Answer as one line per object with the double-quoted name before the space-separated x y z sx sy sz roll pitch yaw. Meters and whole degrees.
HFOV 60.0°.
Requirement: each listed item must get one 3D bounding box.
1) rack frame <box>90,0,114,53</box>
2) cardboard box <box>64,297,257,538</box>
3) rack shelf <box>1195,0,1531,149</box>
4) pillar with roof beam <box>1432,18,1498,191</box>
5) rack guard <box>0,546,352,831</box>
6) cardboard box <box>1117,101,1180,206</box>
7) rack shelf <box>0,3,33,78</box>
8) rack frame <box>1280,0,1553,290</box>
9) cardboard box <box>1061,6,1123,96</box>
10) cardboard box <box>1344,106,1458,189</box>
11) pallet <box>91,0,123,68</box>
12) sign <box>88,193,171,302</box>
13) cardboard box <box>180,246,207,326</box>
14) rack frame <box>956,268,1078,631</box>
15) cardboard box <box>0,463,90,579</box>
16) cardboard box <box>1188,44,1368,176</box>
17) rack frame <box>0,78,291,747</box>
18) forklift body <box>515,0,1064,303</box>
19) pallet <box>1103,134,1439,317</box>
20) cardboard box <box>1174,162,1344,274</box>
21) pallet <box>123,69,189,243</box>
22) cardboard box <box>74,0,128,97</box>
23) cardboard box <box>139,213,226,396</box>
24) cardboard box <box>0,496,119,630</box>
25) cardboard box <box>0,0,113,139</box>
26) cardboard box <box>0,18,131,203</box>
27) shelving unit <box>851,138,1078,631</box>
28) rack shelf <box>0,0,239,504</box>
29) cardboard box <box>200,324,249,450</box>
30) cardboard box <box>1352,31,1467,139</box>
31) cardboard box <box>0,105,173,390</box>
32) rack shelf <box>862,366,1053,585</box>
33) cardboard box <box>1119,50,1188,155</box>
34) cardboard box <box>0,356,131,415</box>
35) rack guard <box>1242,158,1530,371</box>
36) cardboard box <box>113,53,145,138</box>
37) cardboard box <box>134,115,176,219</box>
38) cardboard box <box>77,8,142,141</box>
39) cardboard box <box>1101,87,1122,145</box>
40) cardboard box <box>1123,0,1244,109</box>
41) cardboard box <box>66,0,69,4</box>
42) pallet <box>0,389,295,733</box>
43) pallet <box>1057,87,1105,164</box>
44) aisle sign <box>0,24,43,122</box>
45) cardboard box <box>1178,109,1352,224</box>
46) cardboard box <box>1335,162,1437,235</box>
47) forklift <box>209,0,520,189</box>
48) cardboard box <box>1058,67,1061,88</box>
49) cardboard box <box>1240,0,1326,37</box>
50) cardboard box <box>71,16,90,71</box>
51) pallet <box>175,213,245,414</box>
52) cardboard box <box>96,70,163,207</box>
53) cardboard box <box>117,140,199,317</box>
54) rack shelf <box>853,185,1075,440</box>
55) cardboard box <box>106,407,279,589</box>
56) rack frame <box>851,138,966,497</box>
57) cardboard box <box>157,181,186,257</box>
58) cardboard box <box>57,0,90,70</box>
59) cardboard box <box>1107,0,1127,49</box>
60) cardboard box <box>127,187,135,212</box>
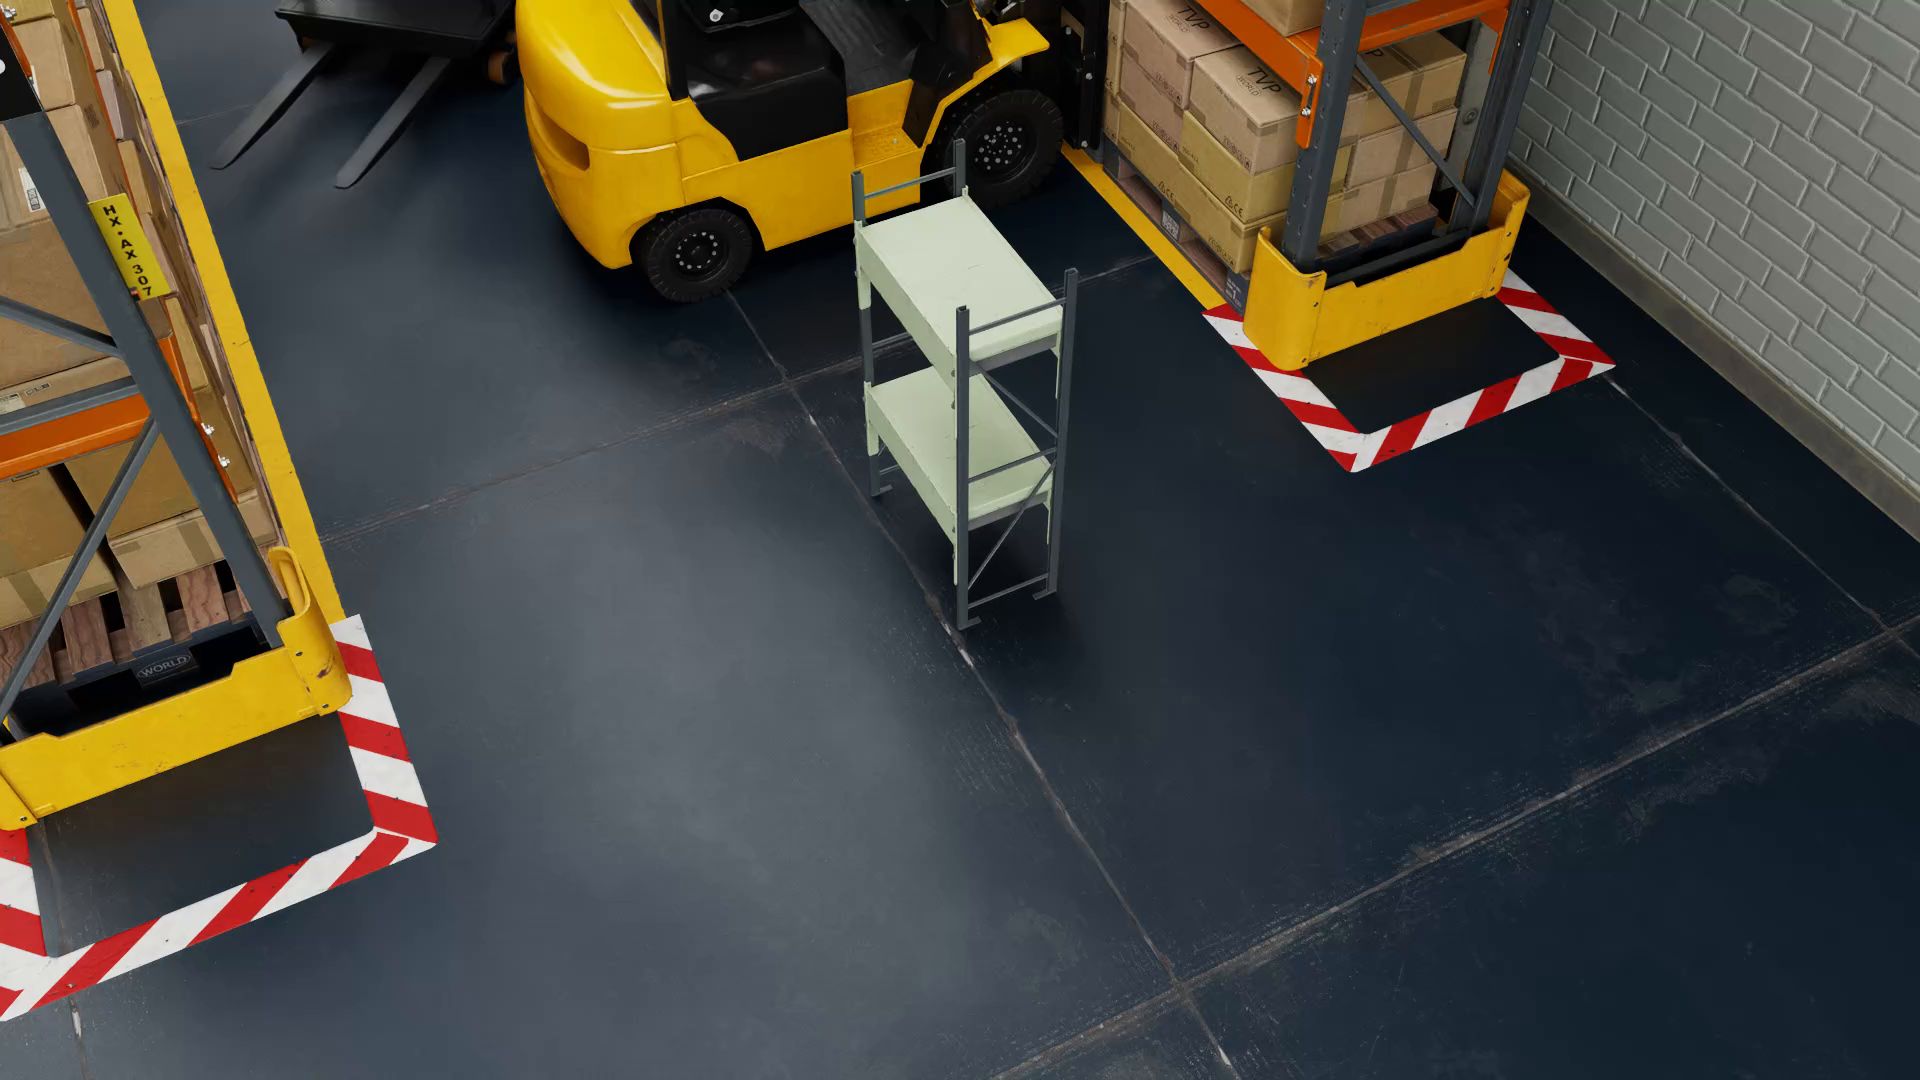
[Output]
"rack frame" -4.484 -2.965 6.851 1.000 3.000 0.127 -21 52 -18
"cardboard box" -2.789 -0.419 5.673 0.500 0.500 0.500 -23 53 -19
"rack shelf" 0.843 -3.102 7.448 1.077 0.370 4.000 -21 52 -18
"pillar with roof beam" -1.587 -3.269 3.131 9.100 9.000 0.400 -21 52 -18
"rack guard" -2.689 0.484 5.494 1.175 0.500 0.348 -21 52 -18
"cardboard box" 1.043 -1.775 7.357 0.500 0.250 0.500 -21 52 -18
"rack shelf" -3.569 -2.377 4.821 1.077 0.370 4.000 -21 52 -18
"rack frame" 1.758 -2.000 6.007 1.000 3.000 0.127 -21 52 -18
"cardboard box" 0.782 -2.293 7.479 0.500 0.250 0.500 -22 52 -18
"cardboard box" 1.727 -1.784 7.033 0.500 0.250 0.500 -20 52 -17
"pallet" -4.842 -2.568 8.355 1.003 0.211 1.213 -21 52 -18
"sign" -2.172 -0.760 4.347 0.100 0.325 0.005 -21 52 -18
"cardboard box" -3.265 -0.861 6.558 0.500 0.250 0.500 -18 51 -15
"rack frame" 0.171 -0.244 5.467 0.400 1.500 0.023 -21 52 -18
"cardboard box" -3.252 -0.214 5.494 0.500 0.500 0.500 -21 52 -17
"cardboard box" 1.270 -1.763 6.683 0.500 0.250 0.500 -20 52 -16
"rack frame" -2.654 -0.288 4.509 1.000 3.000 0.127 -21 52 -18
"forklift body" -0.732 -2.361 6.886 2.313 2.155 1.214 -21 52 -18
"pallet" 1.371 -1.580 7.491 1.003 0.211 1.213 -21 52 -18
"cardboard box" 1.262 -1.439 7.063 0.500 0.250 0.500 -21 52 -17
"pallet" -4.146 -1.610 7.518 1.003 0.211 1.213 -21 52 -18
"cardboard box" -3.975 -2.141 7.180 0.500 0.500 0.500 -22 52 -18
"cardboard box" -3.032 -0.767 5.978 0.500 0.500 0.500 -23 53 -19
"cardboard box" -3.274 0.015 5.792 0.500 0.250 0.500 -21 52 -18
"cardboard box" -3.098 -1.517 5.320 0.500 0.500 0.500 -22 52 -18
"cardboard box" -2.864 -1.177 5.022 0.500 0.500 0.500 -20 52 -16
"shelving unit" 0.003 -0.489 5.682 0.431 1.500 0.755 -21 52 -18
"rack shelf" -3.569 -1.390 5.951 1.077 0.370 4.000 -21 52 -18
"cardboard box" -3.004 -0.500 6.242 0.500 0.250 0.500 -19 52 -16
"cardboard box" 1.706 -1.949 6.845 0.500 0.250 0.500 -22 52 -18
"cardboard box" -2.624 -0.831 4.720 0.500 0.500 0.500 -22 52 -18
"rack shelf" 0.003 -0.275 5.927 0.431 0.370 0.720 -21 52 -18
"cardboard box" 1.037 -1.955 7.183 0.500 0.250 0.500 -22 52 -18
"cardboard box" -2.625 -0.504 4.865 0.380 0.149 0.250 -21 52 -17
"rack guard" 1.769 -1.161 6.933 1.175 0.500 0.348 -21 52 -18
"cardboard box" -3.975 -1.895 7.462 0.500 0.250 0.500 -19 52 -16
"cardboard box" -3.722 -1.542 7.154 0.500 0.250 0.500 -22 53 -18
"cardboard box" -3.741 -1.802 6.882 0.500 0.500 0.500 -20 52 -17
"cardboard box" 0.822 -2.113 7.653 0.500 0.250 0.500 -21 52 -17
"cardboard box" 1.031 -2.103 6.980 0.500 0.250 0.500 -20 52 -17
"cardboard box" -3.598 -2.093 6.255 0.380 0.149 0.250 -22 52 -18
"pallet" -3.029 0.023 6.089 1.003 0.211 1.213 -21 52 -18
"pallet" 0.816 -2.395 8.204 1.003 0.211 1.213 -21 52 -18
"aisle sign" -2.350 -1.209 3.588 0.394 0.787 0.004 -21 52 -18
"cardboard box" 1.257 -1.616 6.886 0.500 0.250 0.500 -22 52 -18
"cardboard box" 1.707 -1.629 7.230 0.500 0.250 0.500 -21 52 -17
"forklift" -2.670 -3.528 7.388 1.130 2.935 3.031 10 50 9
"cardboard box" 0.564 -2.453 7.950 0.500 0.250 0.500 -20 52 -16
"cardboard box" 1.299 -2.272 6.178 0.500 0.500 0.500 -22 52 -18
"cardboard box" -3.358 -1.752 5.957 0.380 0.149 0.250 -21 52 -17
"pallet" -3.583 -0.792 6.803 1.003 0.211 1.213 -21 52 -18
"cardboard box" -3.506 -1.460 6.584 0.500 0.500 0.500 -19 51 -16
"cardboard box" -3.254 -1.106 6.274 0.500 0.500 0.500 -20 52 -17
"rack shelf" 0.003 -0.746 5.388 0.431 0.370 0.720 -21 52 -18
"cardboard box" -2.777 -0.156 5.941 0.500 0.250 0.500 -22 52 -18
"rack frame" -0.164 -0.734 5.896 0.400 1.500 0.023 -21 52 -18
"cardboard box" -3.494 -1.200 6.855 0.500 0.250 0.500 -20 52 -17
"cardboard box" -3.338 -1.855 5.616 0.500 0.500 0.500 -22 52 -18
"cardboard box" 0.791 -2.437 7.272 0.500 0.250 0.500 -21 52 -17
"cardboard box" -2.878 -1.059 5.350 0.380 0.149 0.250 -20 52 -17
